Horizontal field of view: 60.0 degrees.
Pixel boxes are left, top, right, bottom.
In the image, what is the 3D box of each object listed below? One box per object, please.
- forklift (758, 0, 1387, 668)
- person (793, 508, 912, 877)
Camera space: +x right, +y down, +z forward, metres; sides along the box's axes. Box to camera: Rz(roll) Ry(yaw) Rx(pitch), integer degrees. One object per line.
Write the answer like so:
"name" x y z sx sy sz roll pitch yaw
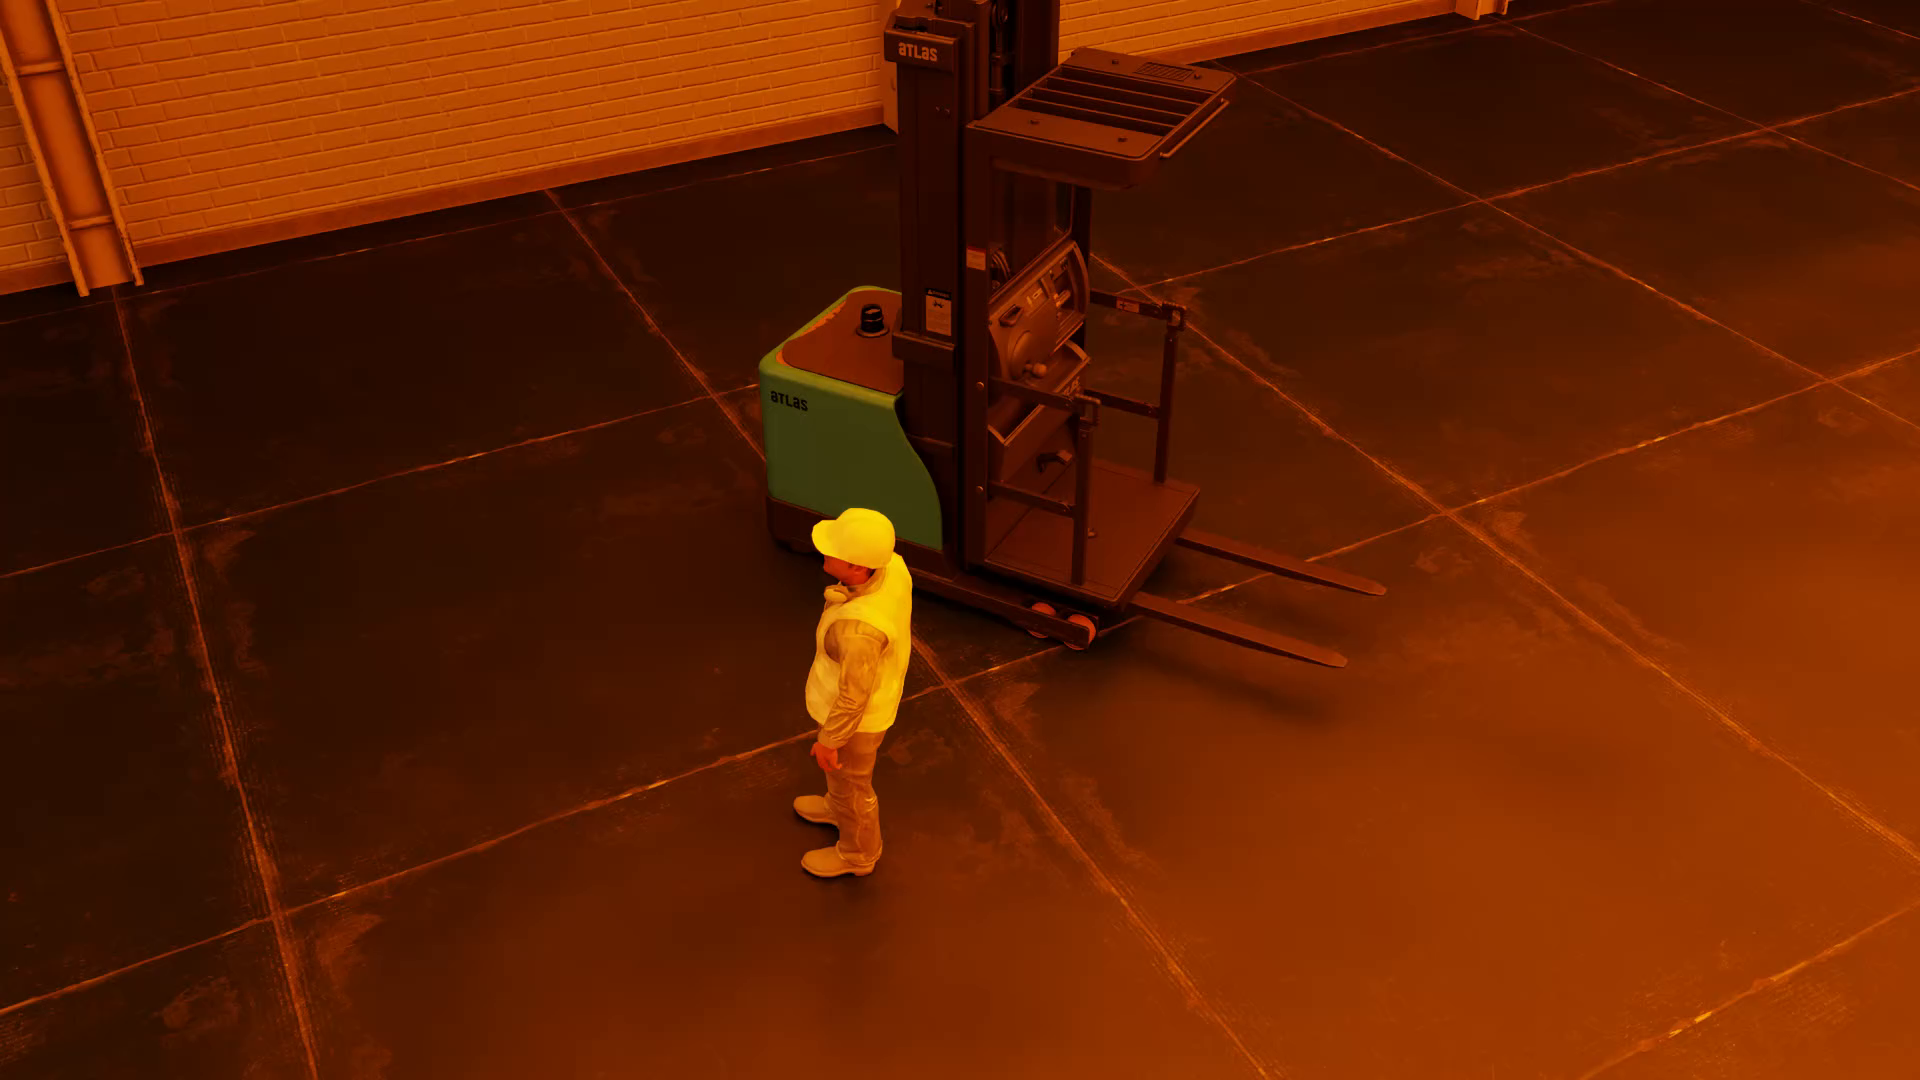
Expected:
"forklift" 0.550 -1.026 7.574 3.031 2.935 1.130 17 39 23
"person" -0.467 0.587 6.282 0.569 1.774 0.631 6 36 8
